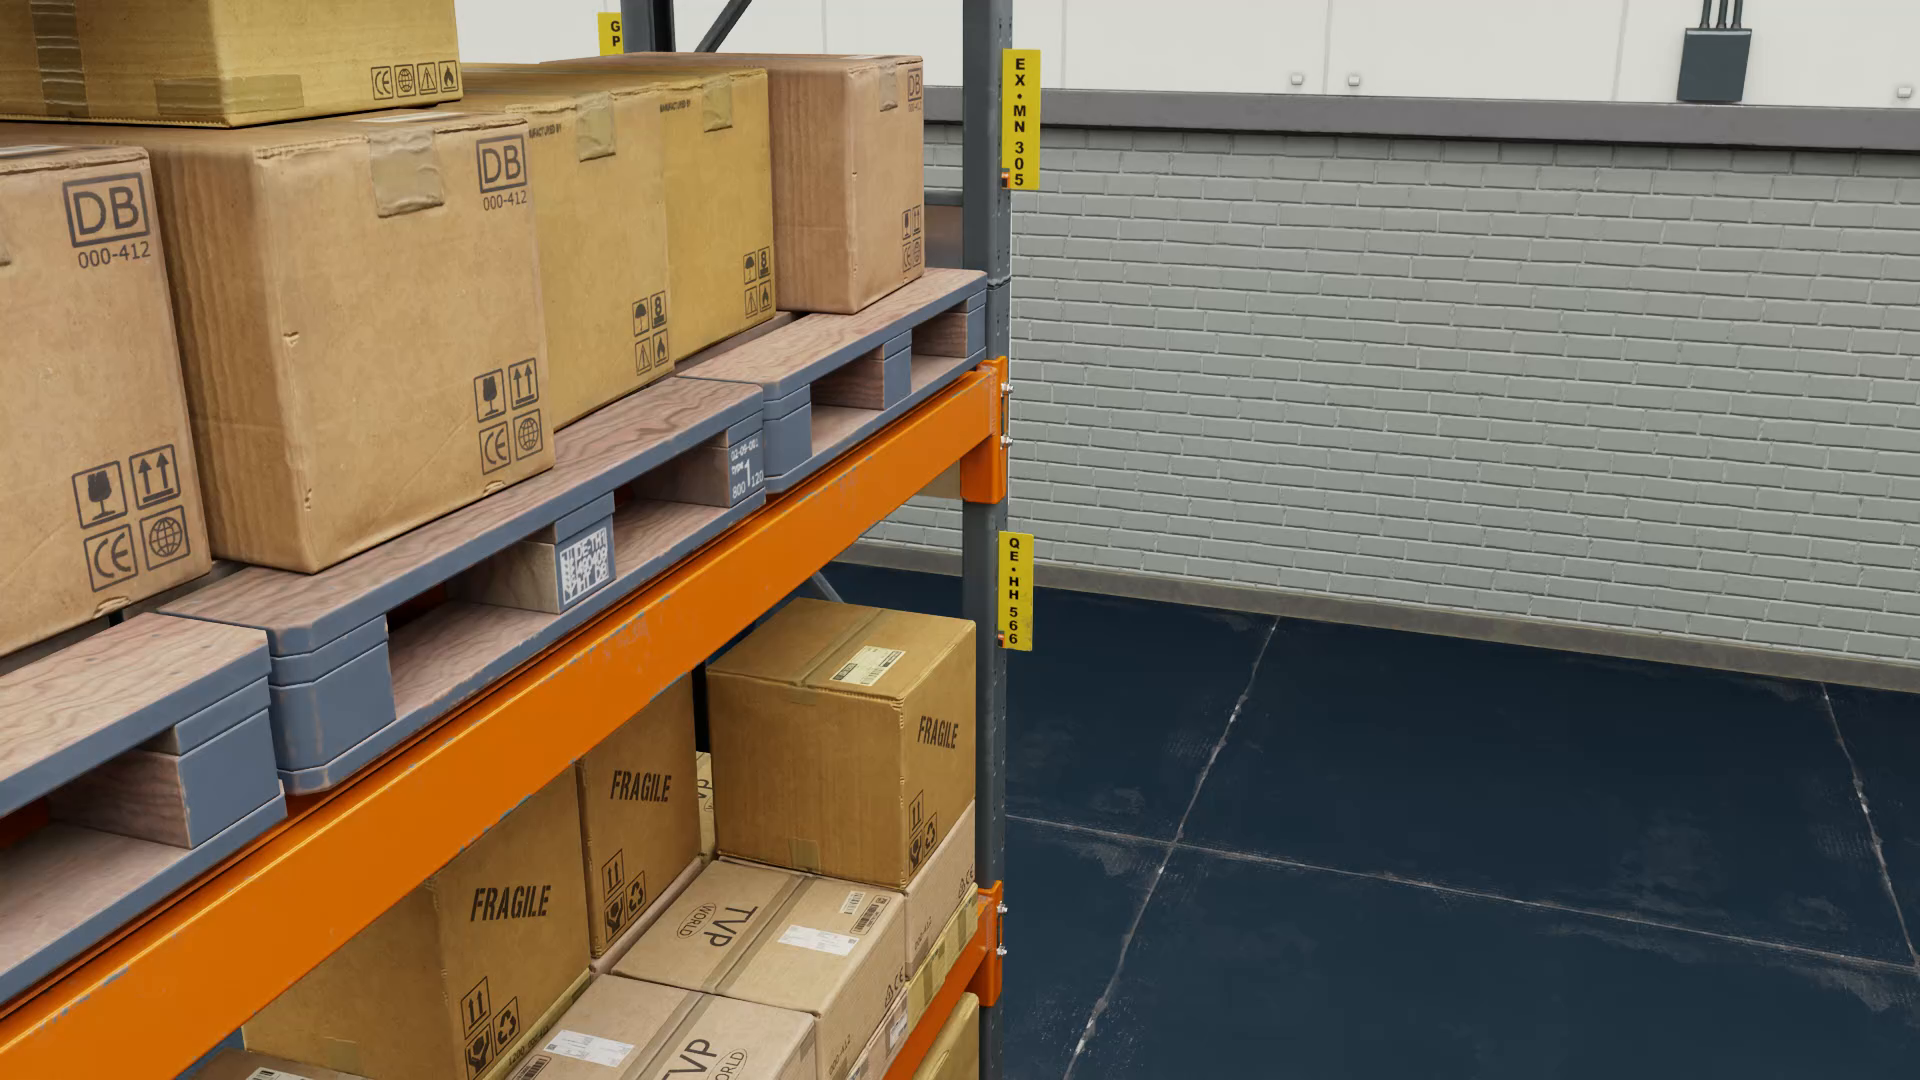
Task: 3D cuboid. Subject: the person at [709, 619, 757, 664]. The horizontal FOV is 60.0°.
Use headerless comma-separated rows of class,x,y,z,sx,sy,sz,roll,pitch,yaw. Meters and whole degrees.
person,-1.202,0.287,8.248,0.502,1.600,0.375,6,20,18
